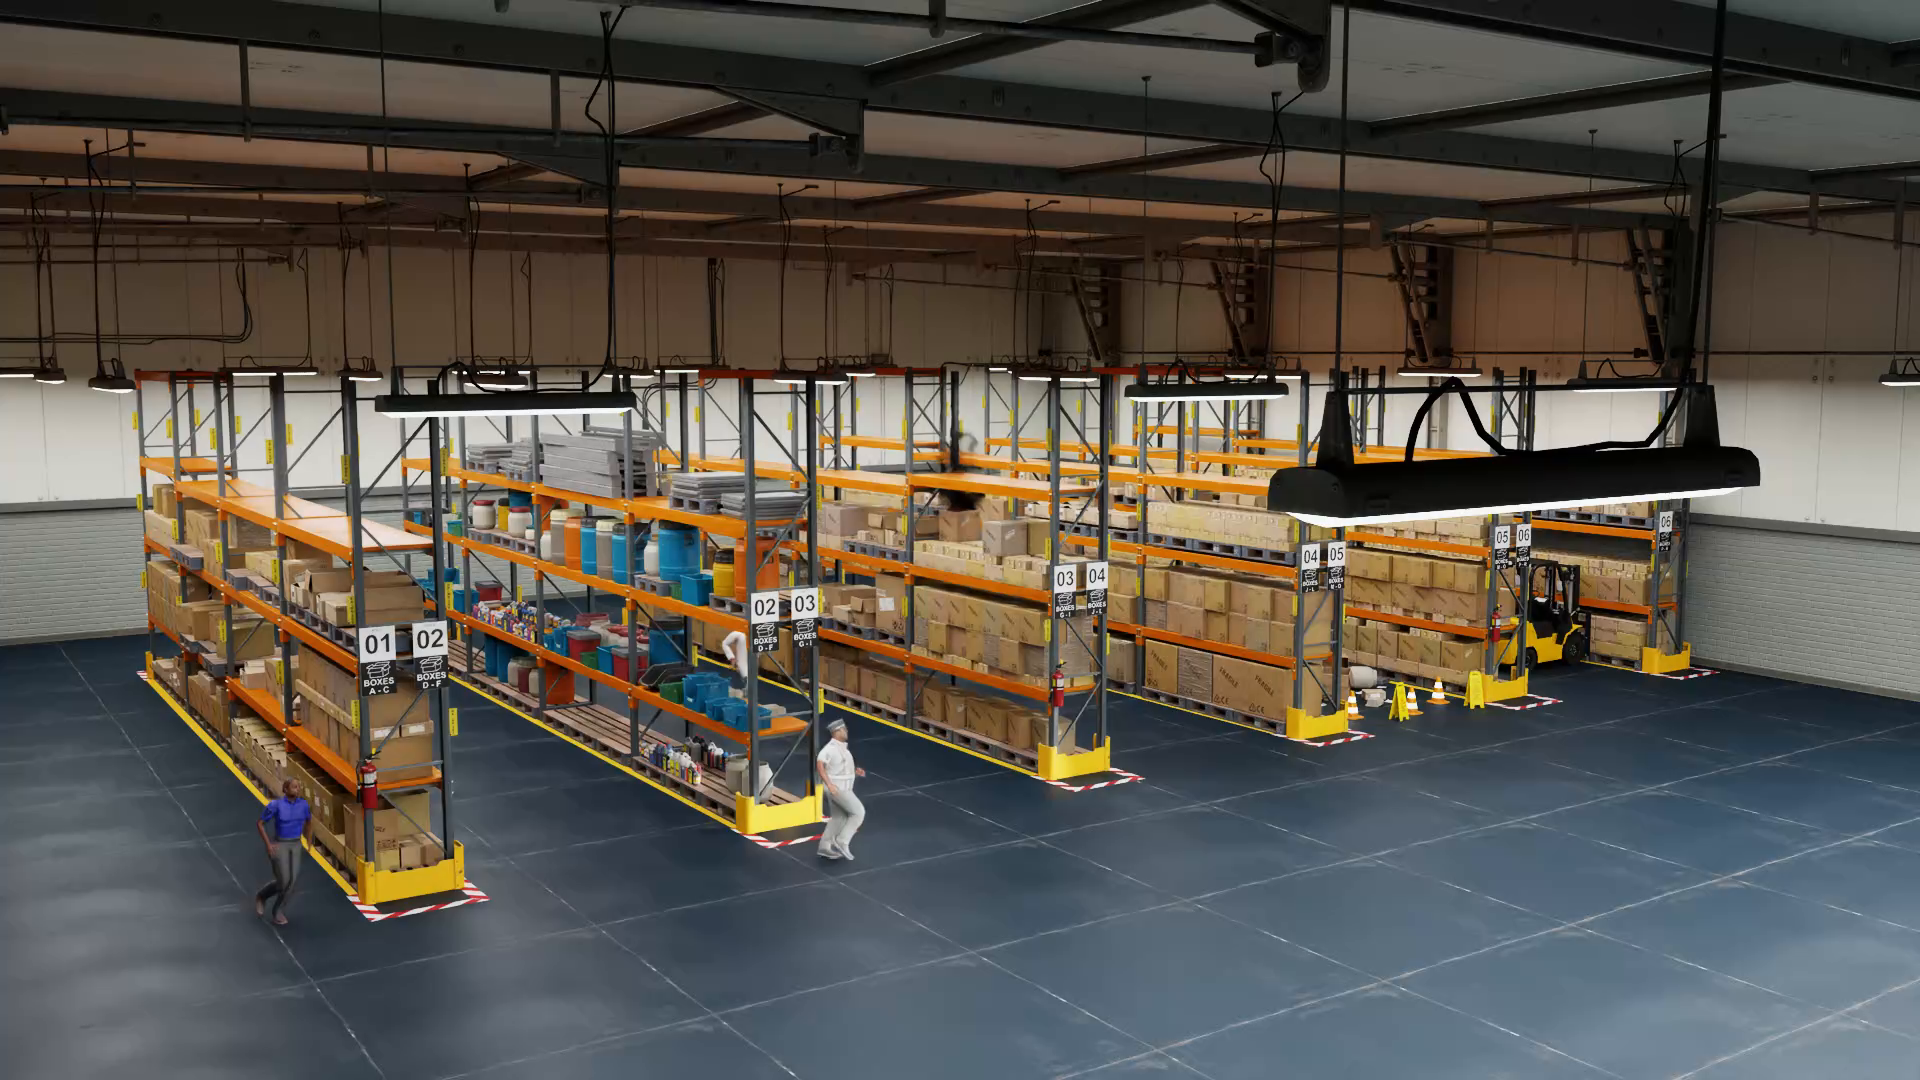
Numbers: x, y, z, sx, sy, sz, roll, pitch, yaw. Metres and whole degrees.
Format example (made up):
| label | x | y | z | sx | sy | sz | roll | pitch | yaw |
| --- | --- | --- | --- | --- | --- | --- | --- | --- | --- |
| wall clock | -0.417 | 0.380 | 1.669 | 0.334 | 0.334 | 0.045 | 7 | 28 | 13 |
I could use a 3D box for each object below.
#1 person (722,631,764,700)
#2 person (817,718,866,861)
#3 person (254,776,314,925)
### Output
| label | x | y | z | sx | sy | sz | roll | pitch | yaw |
| --- | --- | --- | --- | --- | --- | --- | --- | --- | --- |
| person | -3.681 | 2.202 | 28.848 | 0.762 | 1.790 | 0.675 | 6 | 8 | 41 |
| person | -1.485 | 3.108 | 20.858 | 0.611 | 1.759 | 0.646 | 0 | 6 | -1 |
| person | -7.537 | 3.452 | 18.613 | 0.529 | 1.587 | 0.647 | 5 | 8 | 37 |
